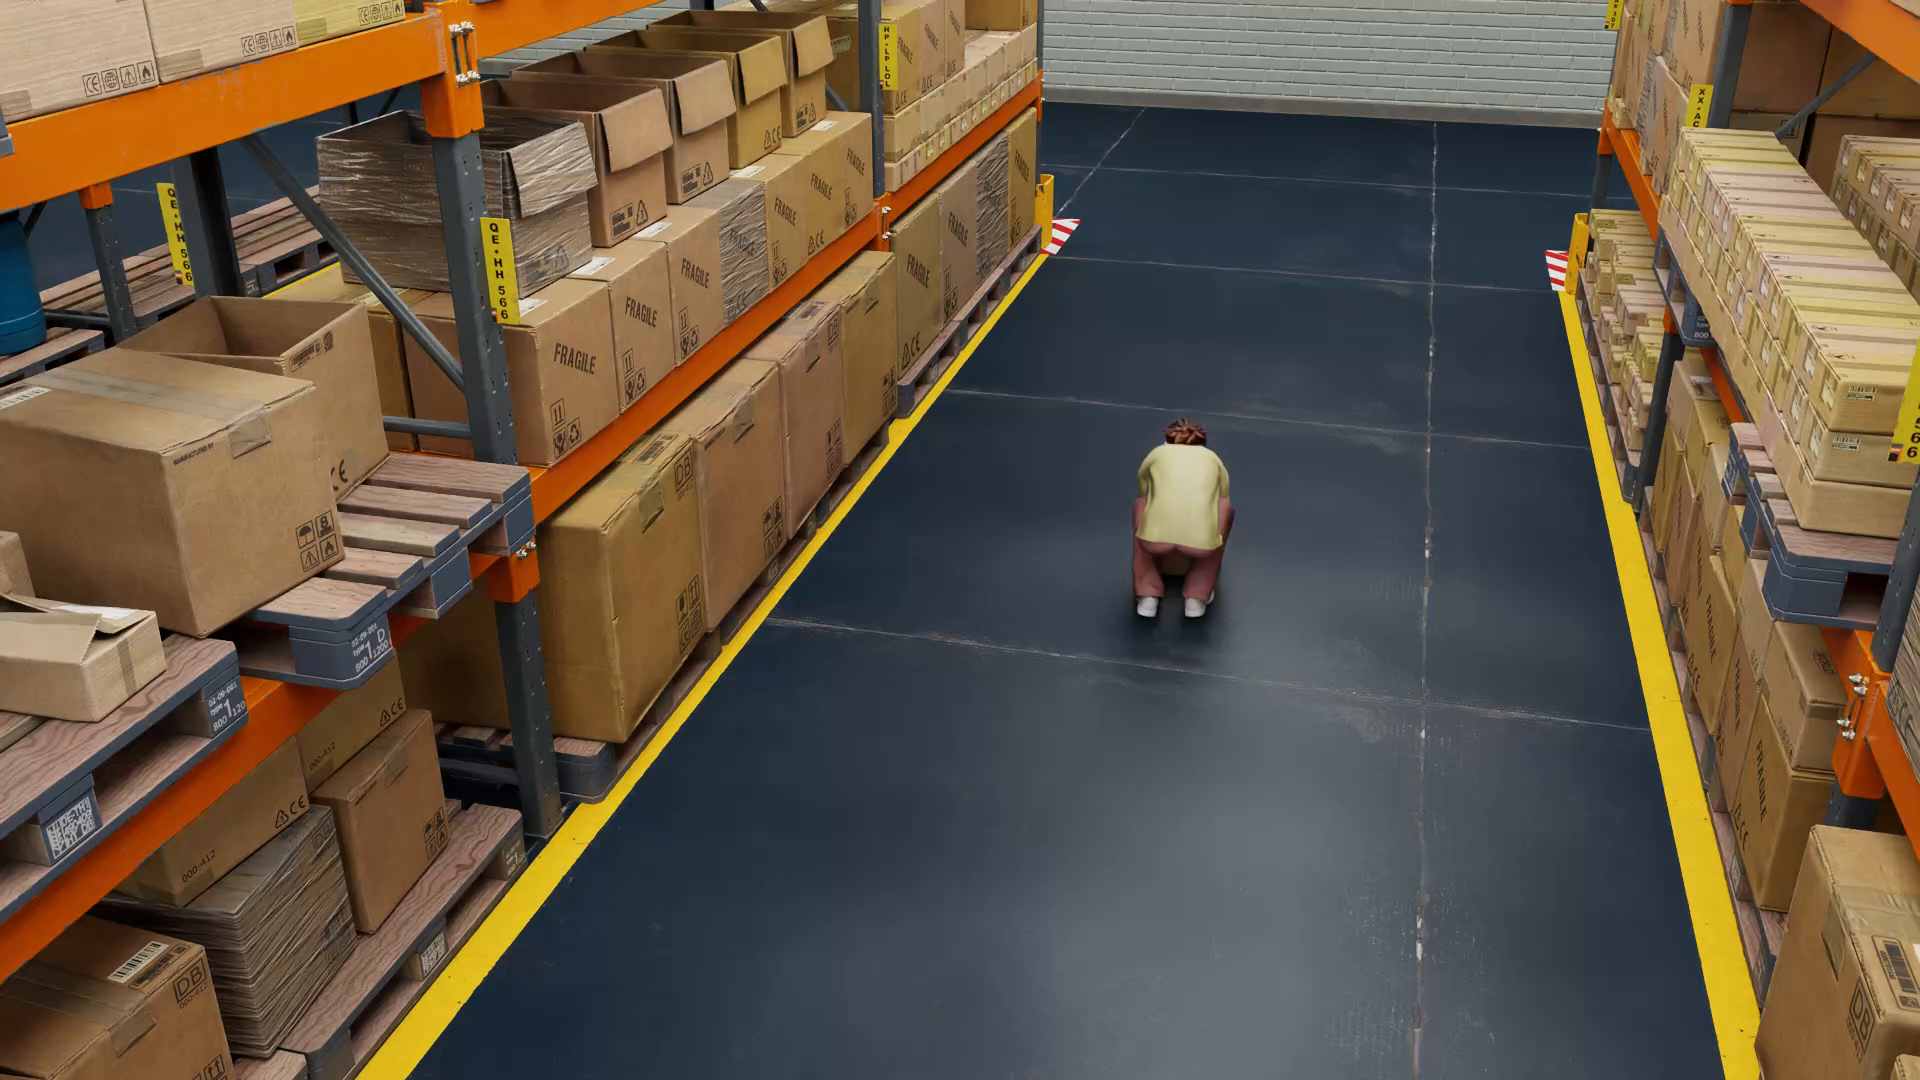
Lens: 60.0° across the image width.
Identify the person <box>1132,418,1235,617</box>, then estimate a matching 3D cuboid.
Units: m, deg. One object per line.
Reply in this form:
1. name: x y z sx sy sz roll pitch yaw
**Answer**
1. person: 0.985 -0.084 7.418 0.457 0.786 0.851 6 26 12
